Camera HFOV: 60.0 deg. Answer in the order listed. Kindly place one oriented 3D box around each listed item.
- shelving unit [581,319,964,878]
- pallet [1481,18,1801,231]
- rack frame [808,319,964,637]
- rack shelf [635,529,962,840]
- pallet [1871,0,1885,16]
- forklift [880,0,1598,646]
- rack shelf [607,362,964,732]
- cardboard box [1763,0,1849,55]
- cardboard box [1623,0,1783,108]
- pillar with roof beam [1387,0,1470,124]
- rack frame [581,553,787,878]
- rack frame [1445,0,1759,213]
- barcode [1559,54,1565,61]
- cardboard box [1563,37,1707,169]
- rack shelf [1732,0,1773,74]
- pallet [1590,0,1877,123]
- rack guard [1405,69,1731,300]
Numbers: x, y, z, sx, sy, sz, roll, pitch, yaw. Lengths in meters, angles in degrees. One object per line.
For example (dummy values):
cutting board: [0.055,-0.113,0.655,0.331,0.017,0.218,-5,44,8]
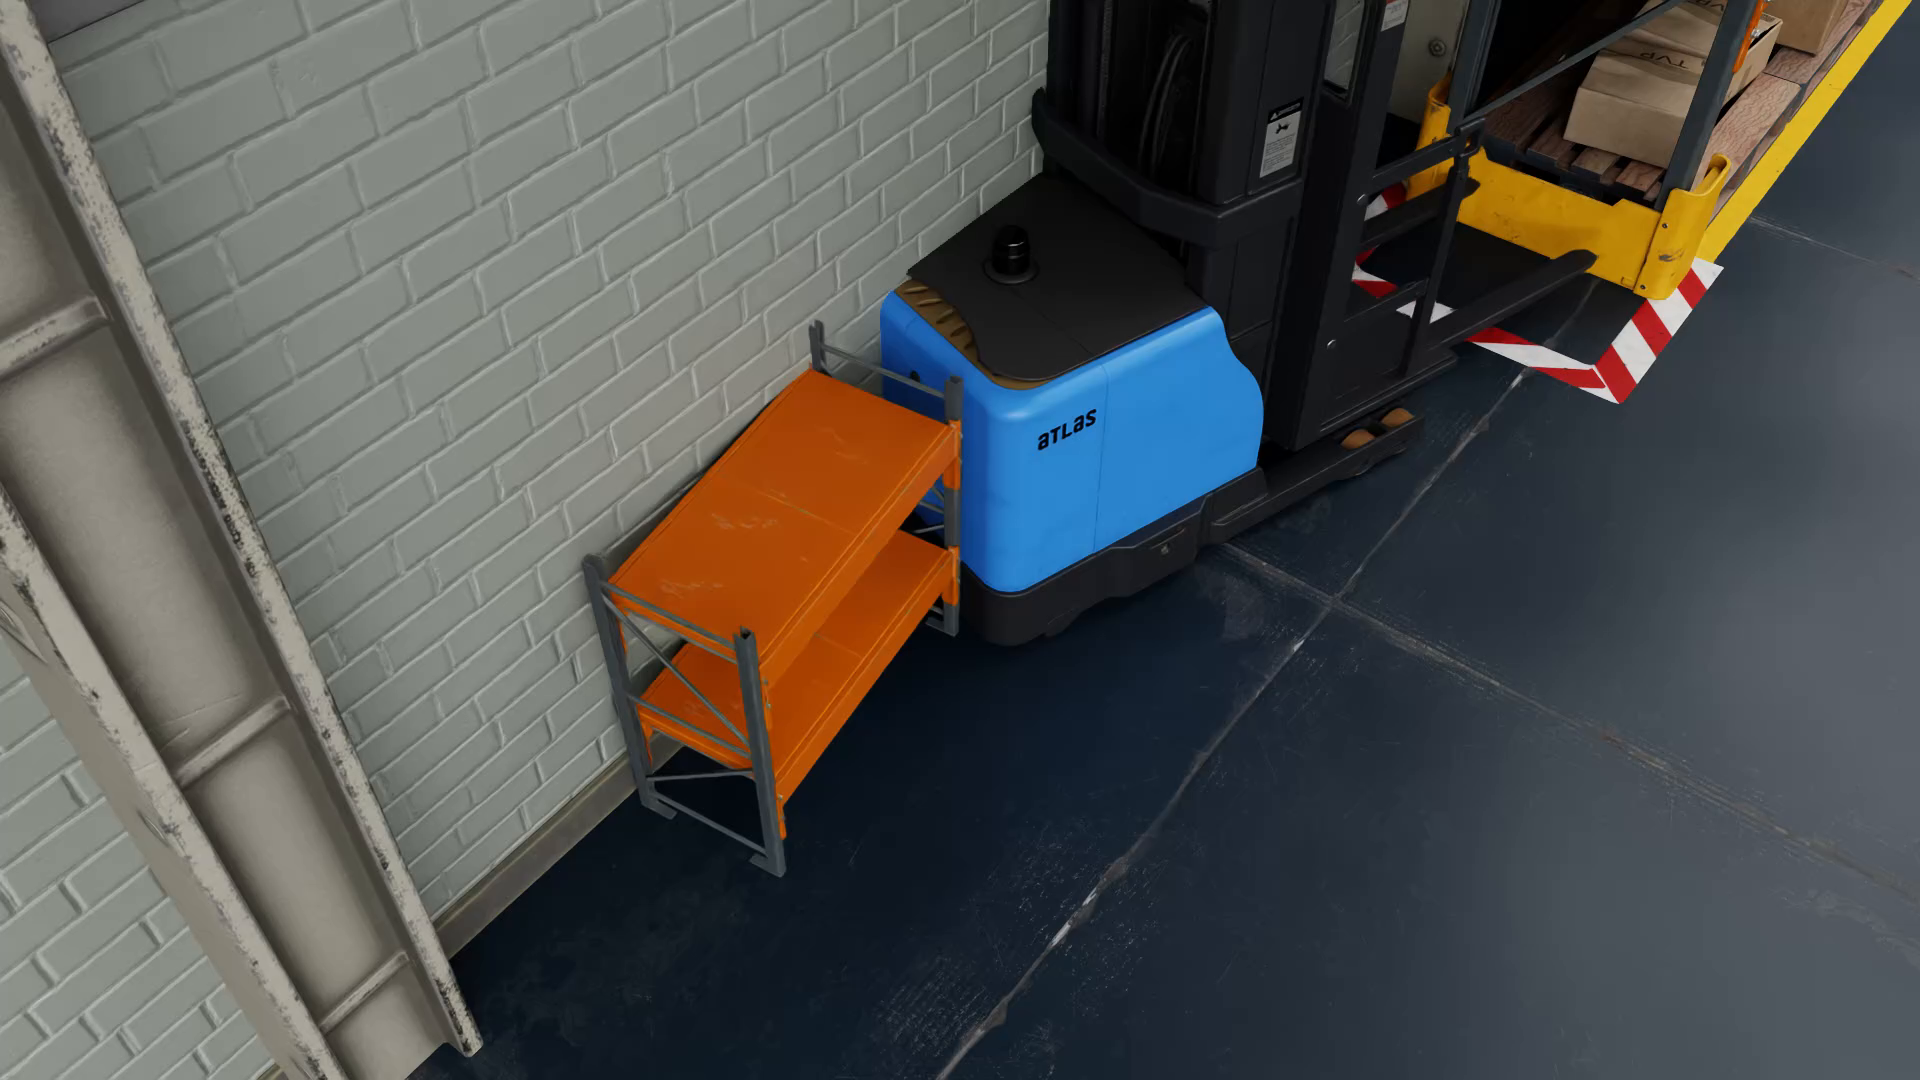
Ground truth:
shelving unit: [-0.471,0.174,4.768,0.538,1.125,1.048,24,53,18]
pallet: [2.980,-1.822,7.344,1.003,0.211,1.213,29,53,25]
rack frame: [-0.221,-0.158,5.060,0.500,1.125,0.032,24,53,18]
rack shelf: [-0.474,0.334,4.952,0.538,0.278,1.000,24,53,18]
pallet: [4.471,-3.218,8.678,1.003,0.211,1.213,29,53,25]
forklift: [1.065,-1.532,5.187,3.031,2.935,1.130,-27,52,-23]
rack shelf: [-0.468,-0.018,4.547,0.538,0.278,1.000,24,53,18]
cardboard box: [3.739,-2.661,7.642,0.700,0.500,0.500,26,52,23]
cardboard box: [3.251,-2.198,7.330,0.500,0.311,0.500,34,55,28]
pillar with roof beam: [5.559,-3.244,2.626,9.100,9.000,0.400,29,53,25]
rack frame: [-0.722,0.506,4.475,0.500,1.125,0.032,24,53,18]
rack frame: [2.409,-2.292,5.865,1.000,3.000,0.127,29,53,25]
barcode: [2.597,-2.062,7.194,0.001,0.075,0.075,29,53,25]
cardboard box: [2.903,-1.871,7.018,0.500,0.311,0.500,24,51,21]
rack shelf: [3.631,-3.188,7.218,1.077,0.370,4.000,29,53,25]
pallet: [3.726,-2.517,8.008,1.003,0.211,1.213,29,53,25]
rack guard: [2.455,-1.472,6.811,1.175,0.500,0.348,29,53,25]
